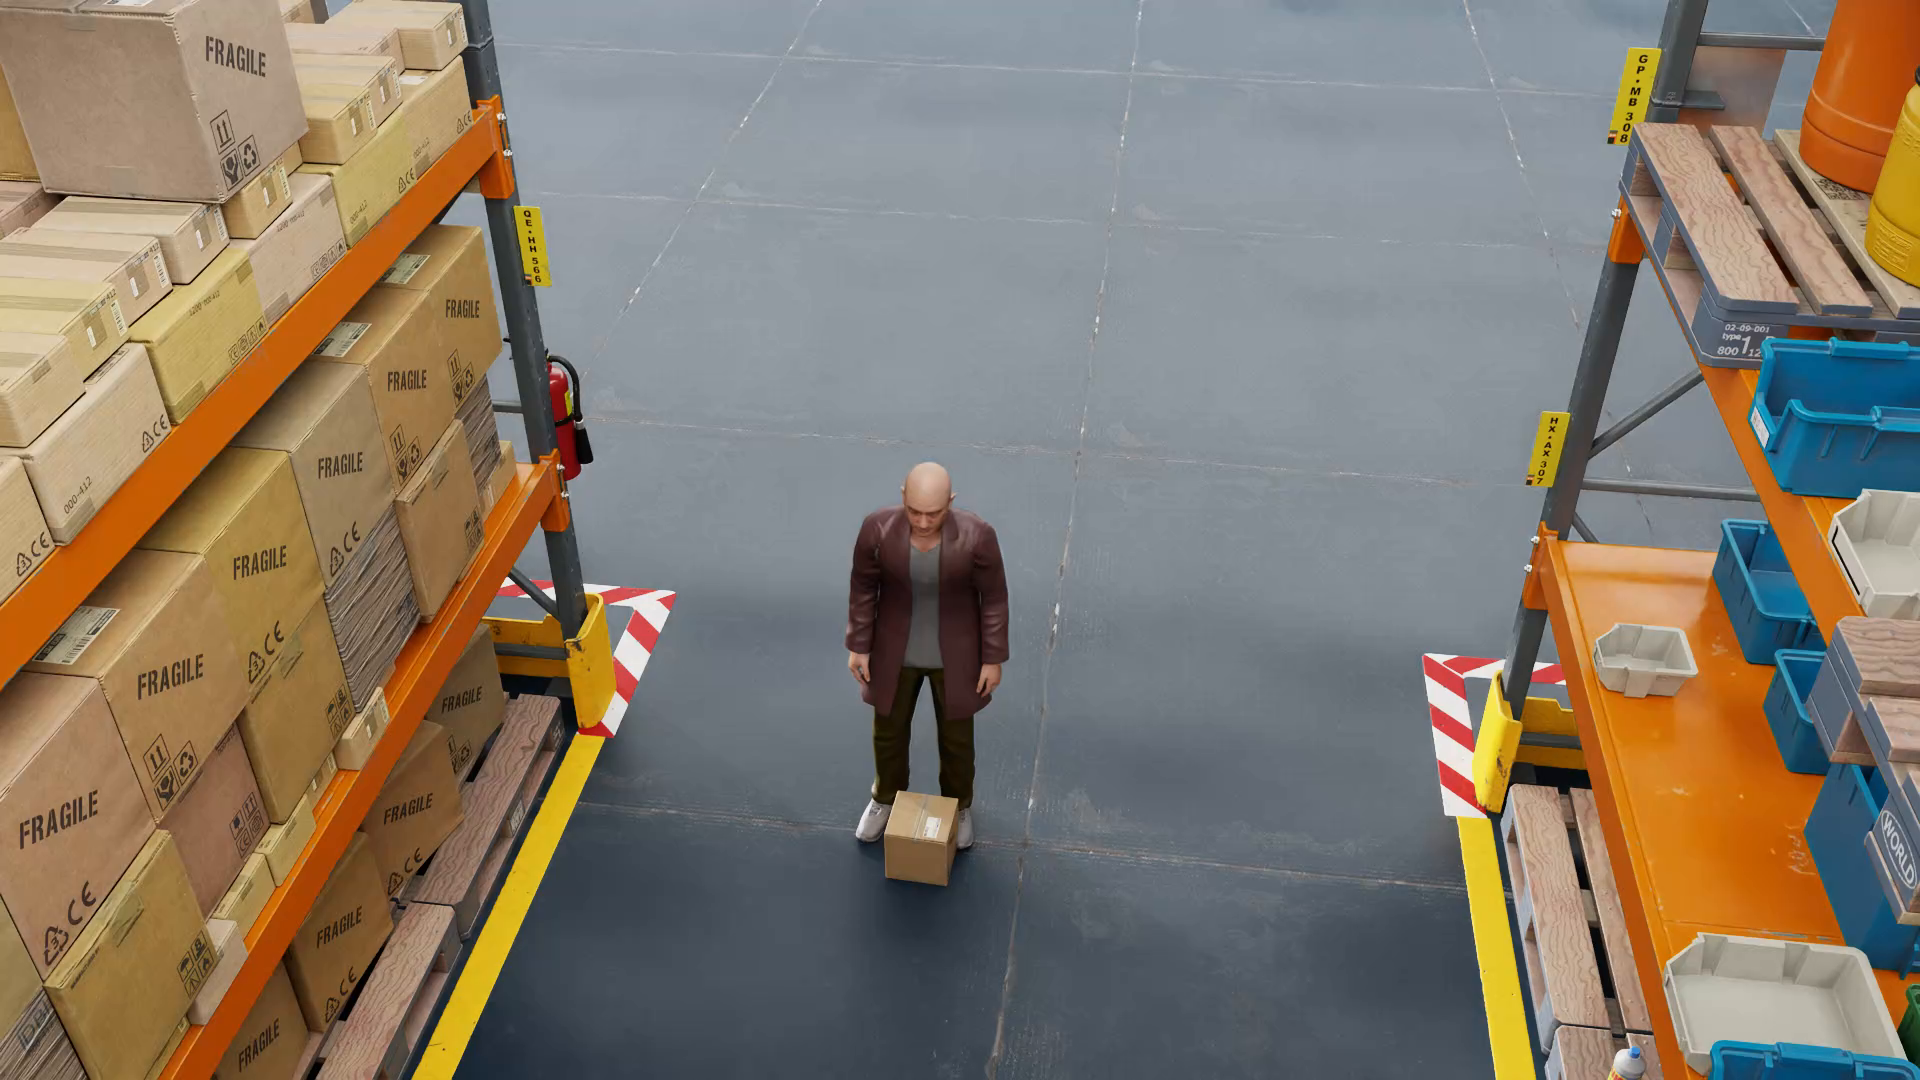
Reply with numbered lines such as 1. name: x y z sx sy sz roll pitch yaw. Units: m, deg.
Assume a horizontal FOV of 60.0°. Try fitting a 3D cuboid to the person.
1. person: -0.128 0.436 6.446 0.643 1.774 0.424 5 36 6
